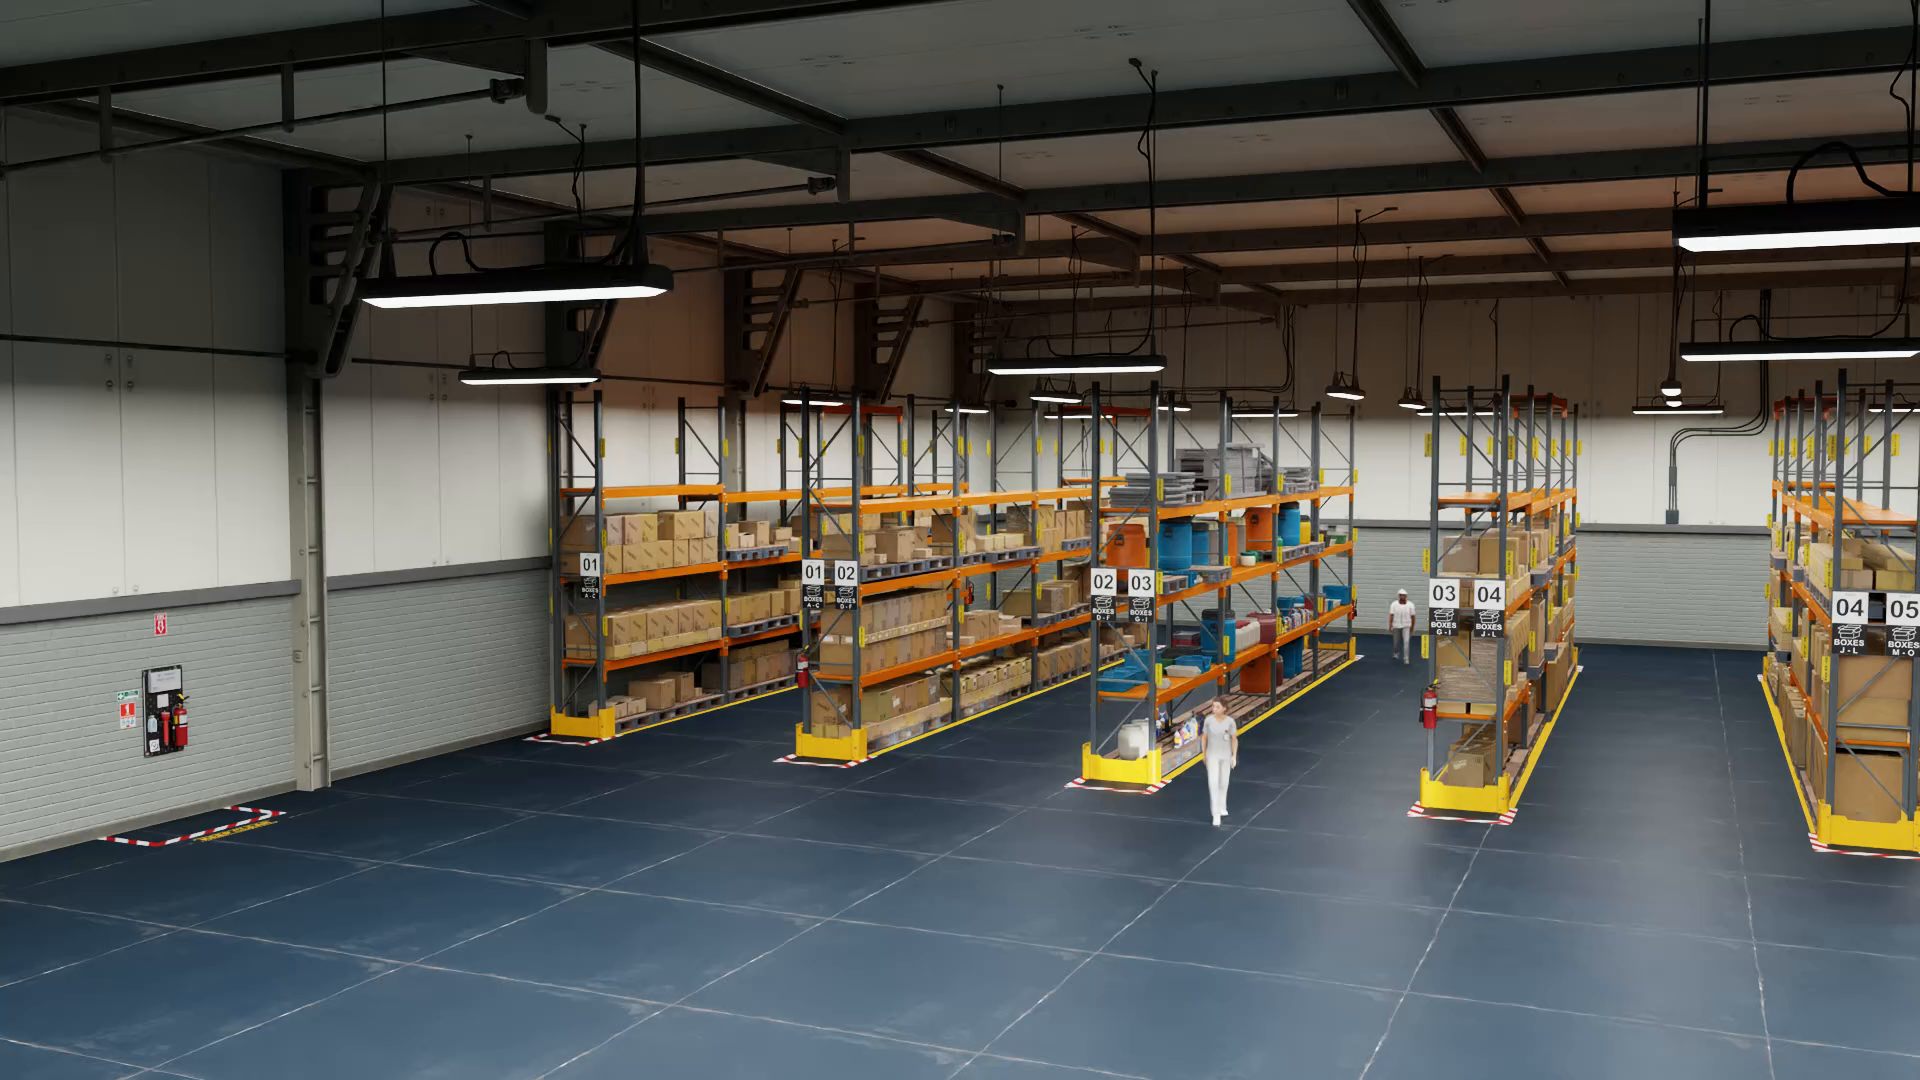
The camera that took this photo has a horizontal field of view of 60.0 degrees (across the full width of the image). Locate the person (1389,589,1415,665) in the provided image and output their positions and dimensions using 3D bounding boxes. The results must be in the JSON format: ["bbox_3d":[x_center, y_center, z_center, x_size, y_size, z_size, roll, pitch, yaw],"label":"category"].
[{"bbox_3d":[10.247,2.000,38.532,0.592,1.728,1.036,1,3,14],"label":"person"}]

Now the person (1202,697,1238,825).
[{"bbox_3d":[3.493,2.926,22.299,0.462,1.641,0.875,0,3,4],"label":"person"}]

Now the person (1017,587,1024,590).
[{"bbox_3d":[1.402,1.968,39.354,0.610,1.689,1.010,2,4,32],"label":"person"}]
